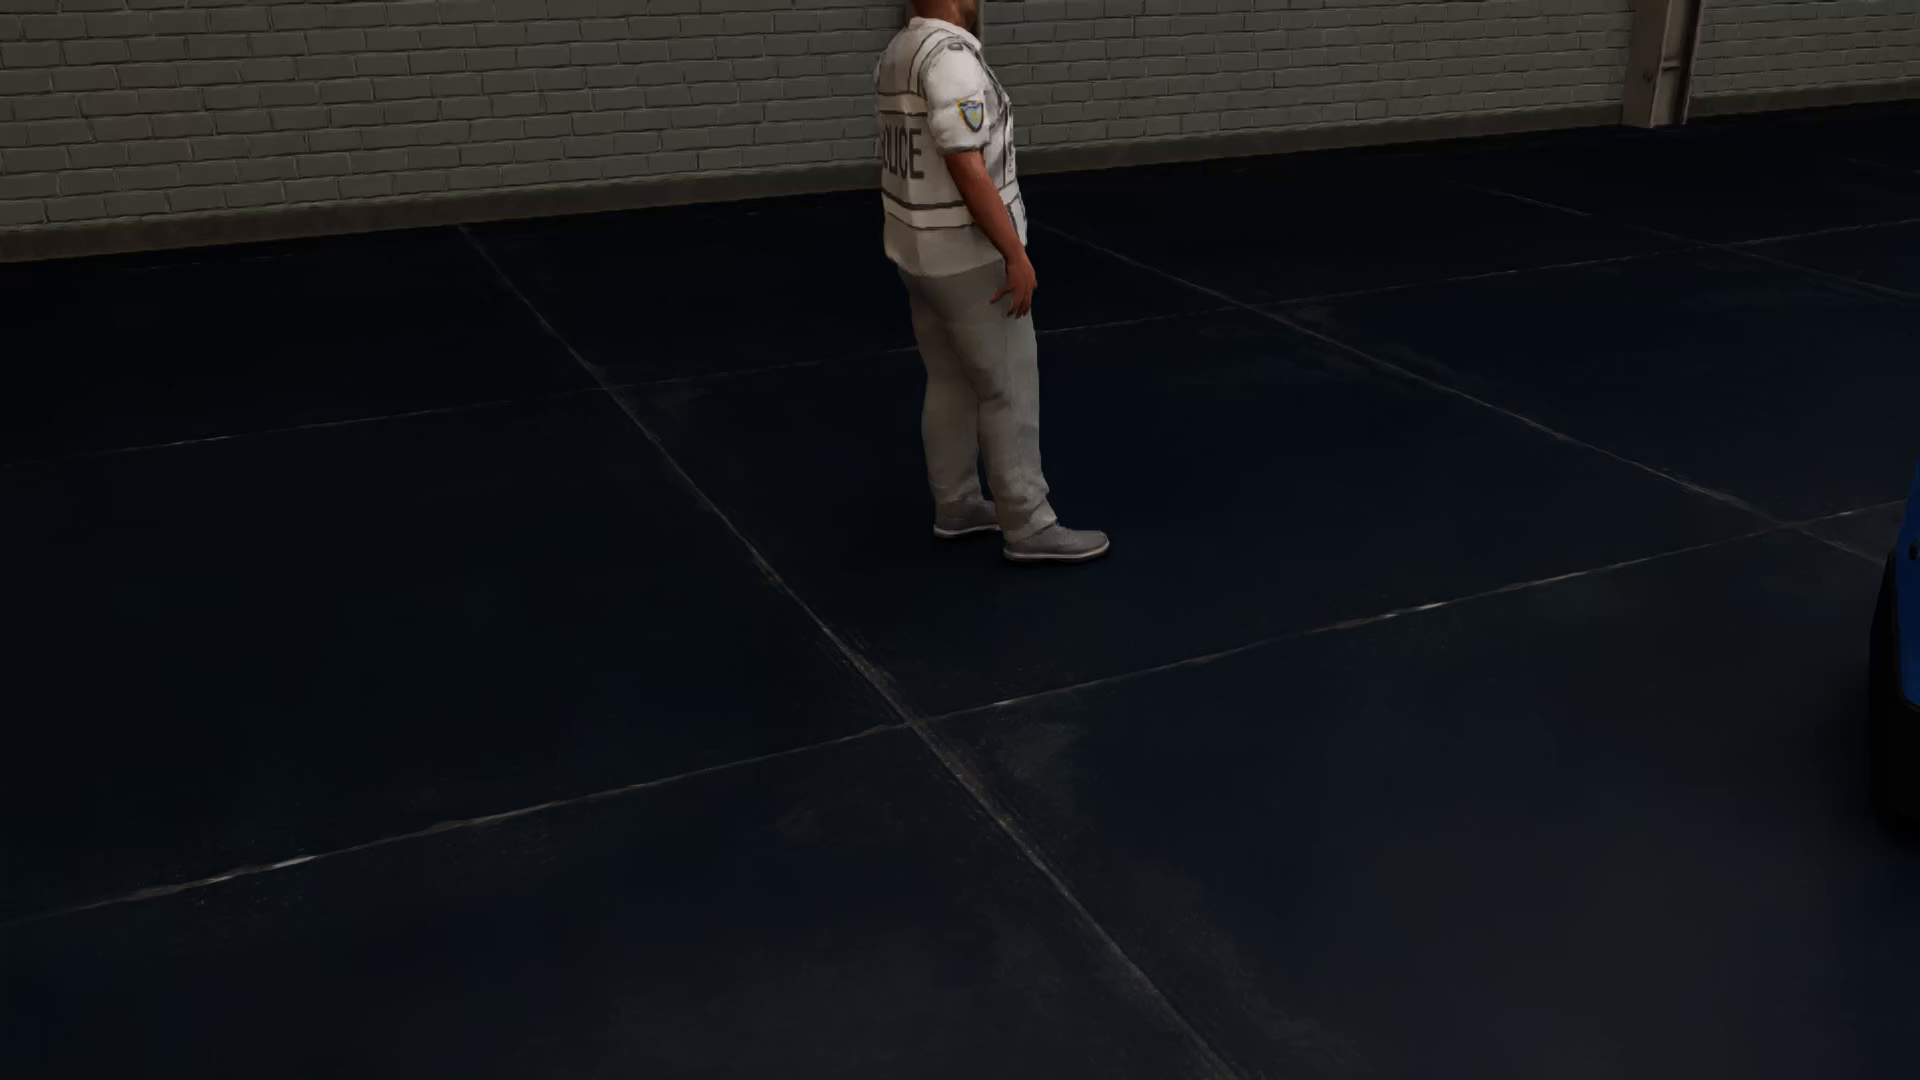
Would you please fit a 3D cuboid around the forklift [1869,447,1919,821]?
[{"bbox_3d":[3.525,-0.630,2.804,3.031,2.935,1.130,11,25,24],"label":"forklift"}]

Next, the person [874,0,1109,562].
[{"bbox_3d":[0.076,-0.837,4.783,0.574,1.778,0.640,-10,25,-23],"label":"person"}]
